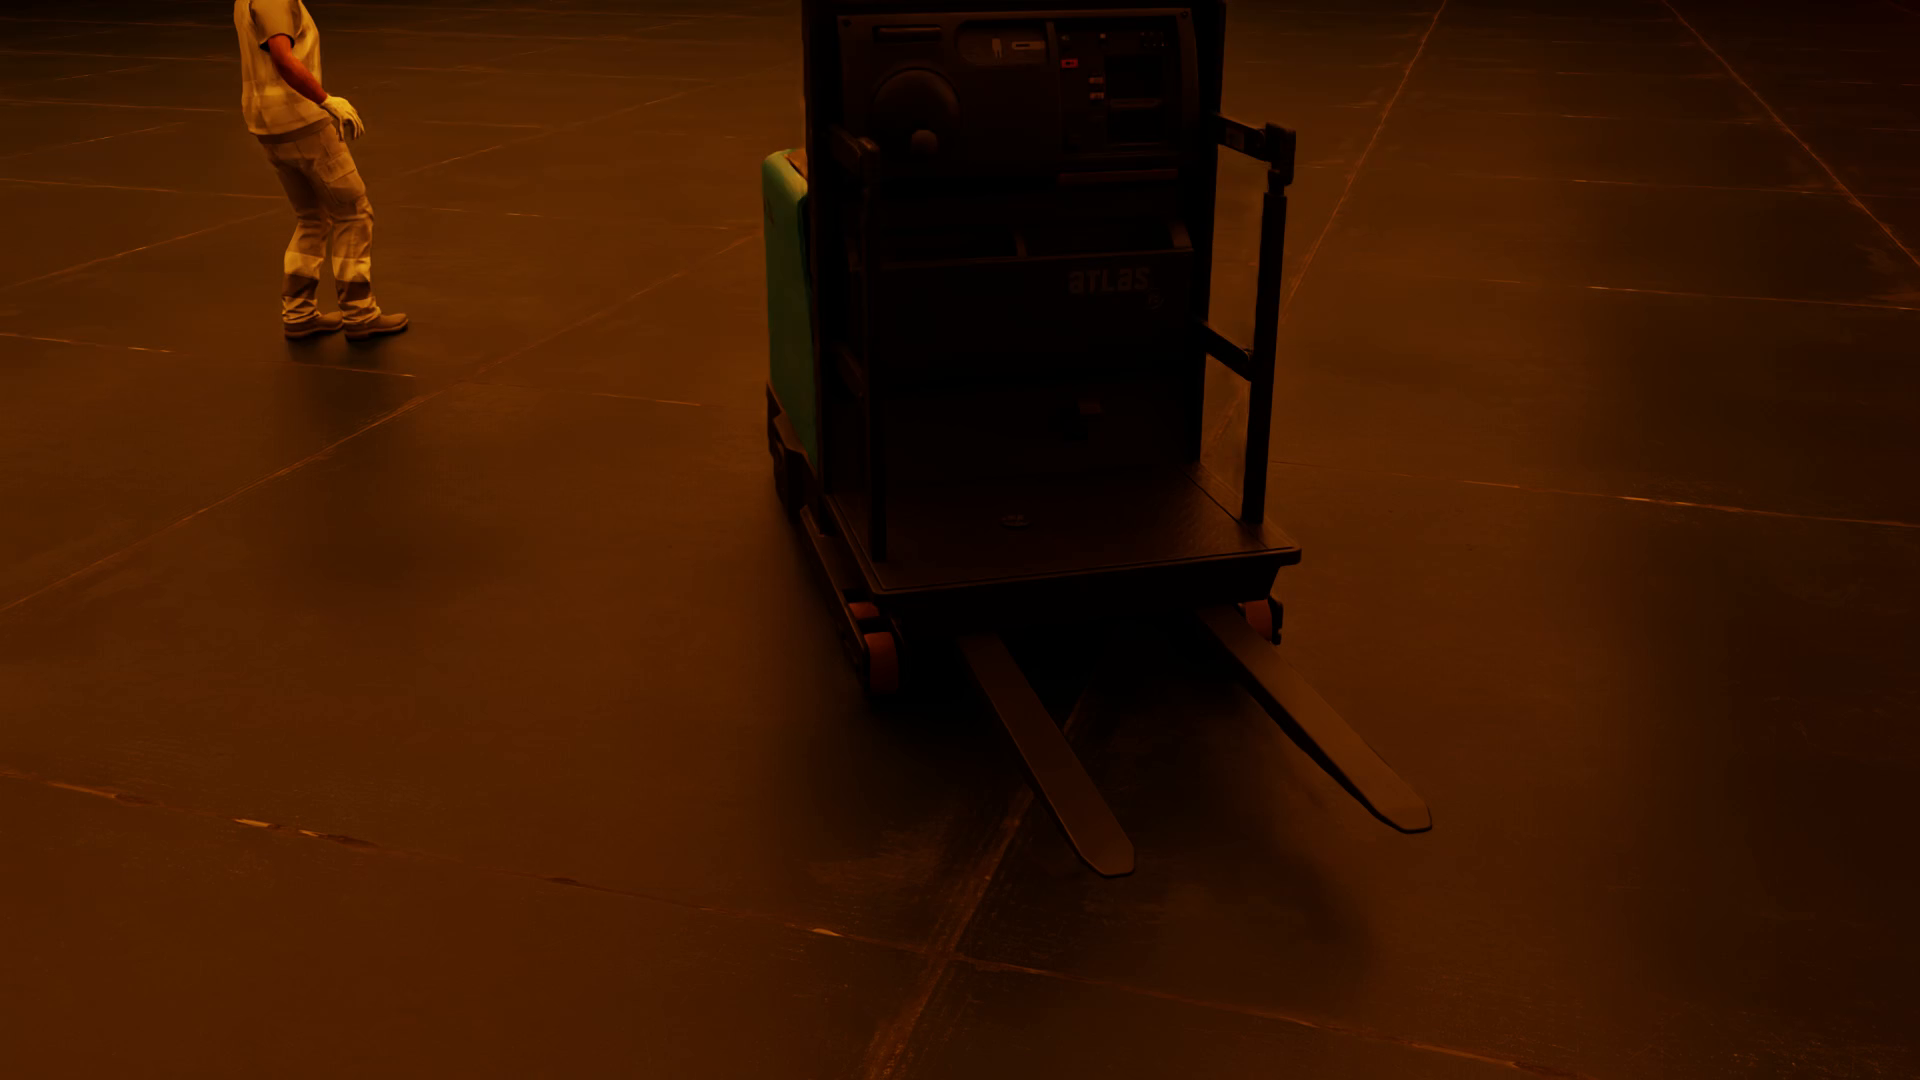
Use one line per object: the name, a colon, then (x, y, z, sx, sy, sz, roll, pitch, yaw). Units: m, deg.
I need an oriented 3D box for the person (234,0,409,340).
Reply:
person: (-2.742, -1.736, 7.031, 0.506, 1.754, 0.745, -19, 29, -38)

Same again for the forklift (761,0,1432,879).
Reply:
forklift: (0.210, -1.123, 4.001, 1.130, 2.935, 3.031, -6, 23, -13)
